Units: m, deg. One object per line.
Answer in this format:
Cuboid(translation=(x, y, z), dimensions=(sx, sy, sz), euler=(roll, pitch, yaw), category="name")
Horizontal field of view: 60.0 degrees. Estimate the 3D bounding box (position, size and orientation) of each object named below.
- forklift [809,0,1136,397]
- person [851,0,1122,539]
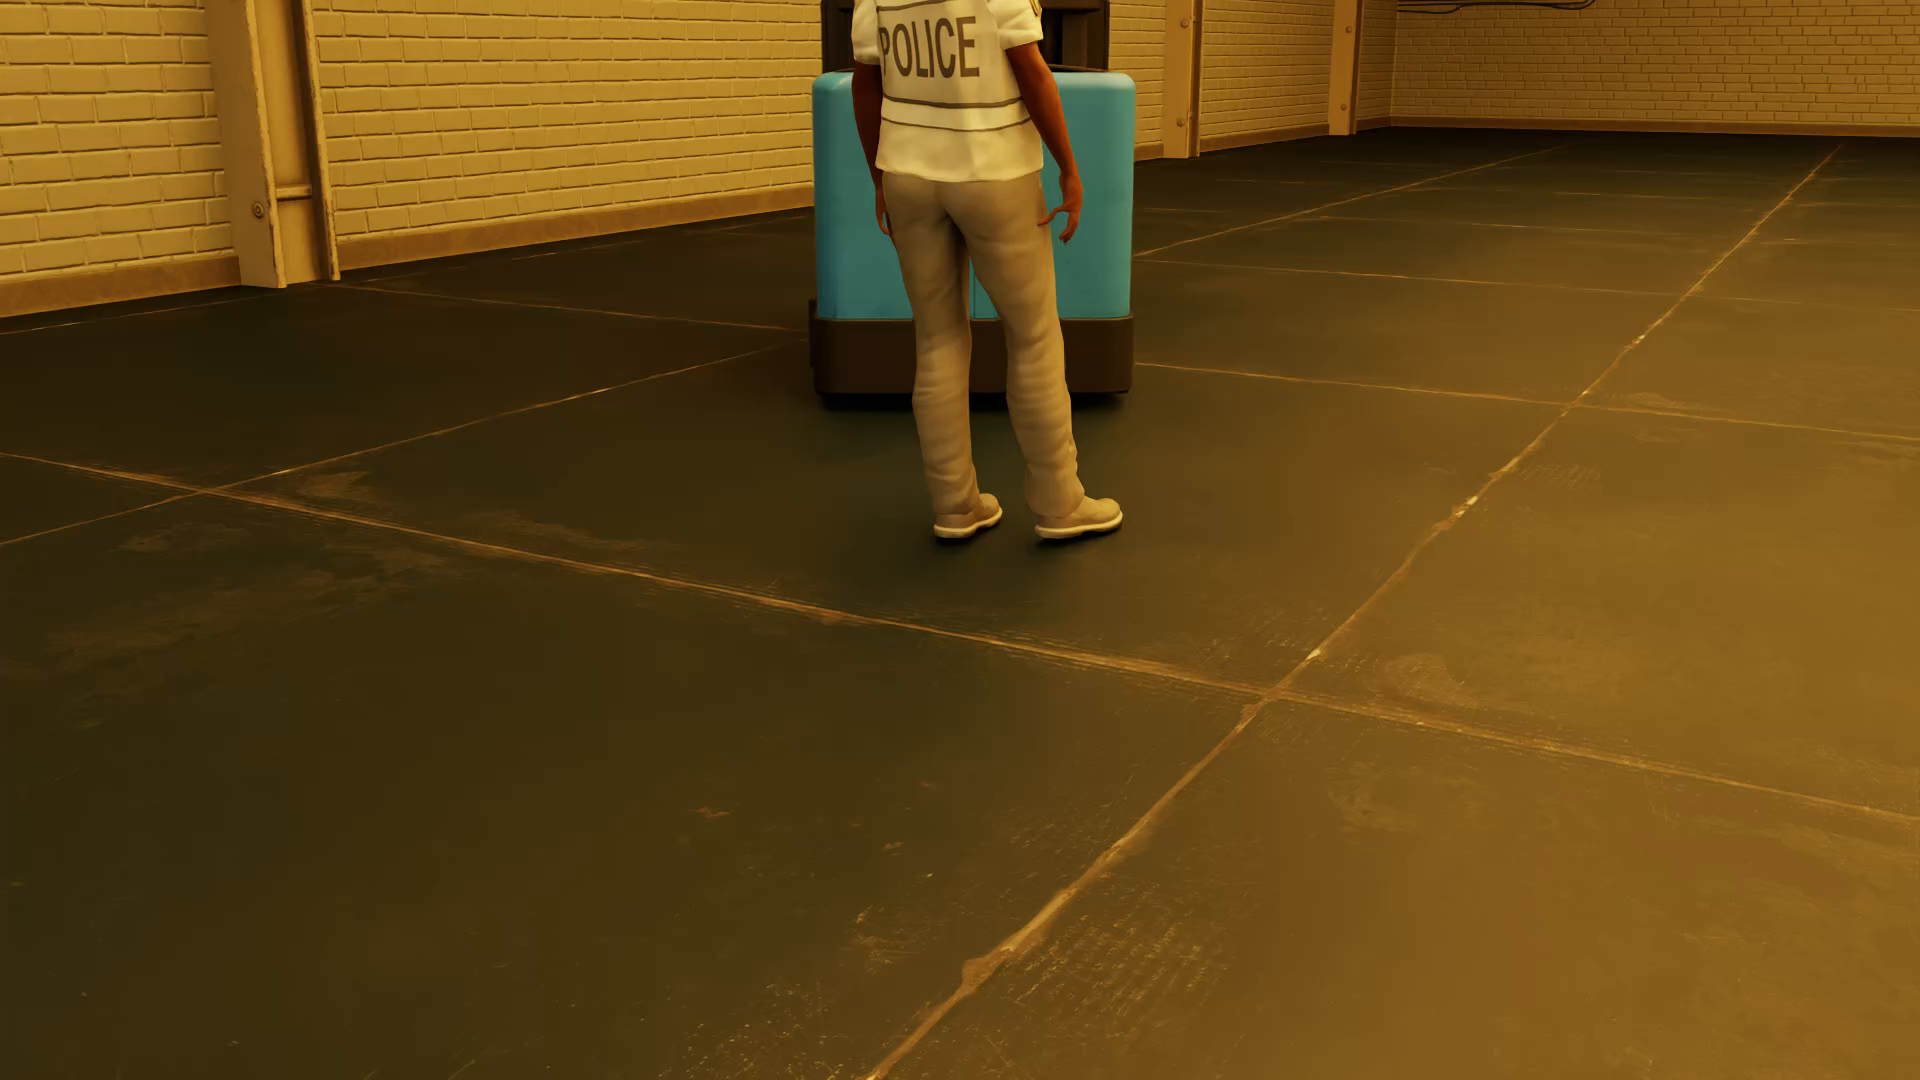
Cuboid(translation=(0.014, -2.241, 6.461), dimensions=(1.130, 2.935, 3.031), euler=(0, 16, -1), category="forklift")
Cuboid(translation=(0.054, -0.835, 3.852), dimensions=(0.570, 1.695, 0.530), euler=(9, 19, 28), category="person")
